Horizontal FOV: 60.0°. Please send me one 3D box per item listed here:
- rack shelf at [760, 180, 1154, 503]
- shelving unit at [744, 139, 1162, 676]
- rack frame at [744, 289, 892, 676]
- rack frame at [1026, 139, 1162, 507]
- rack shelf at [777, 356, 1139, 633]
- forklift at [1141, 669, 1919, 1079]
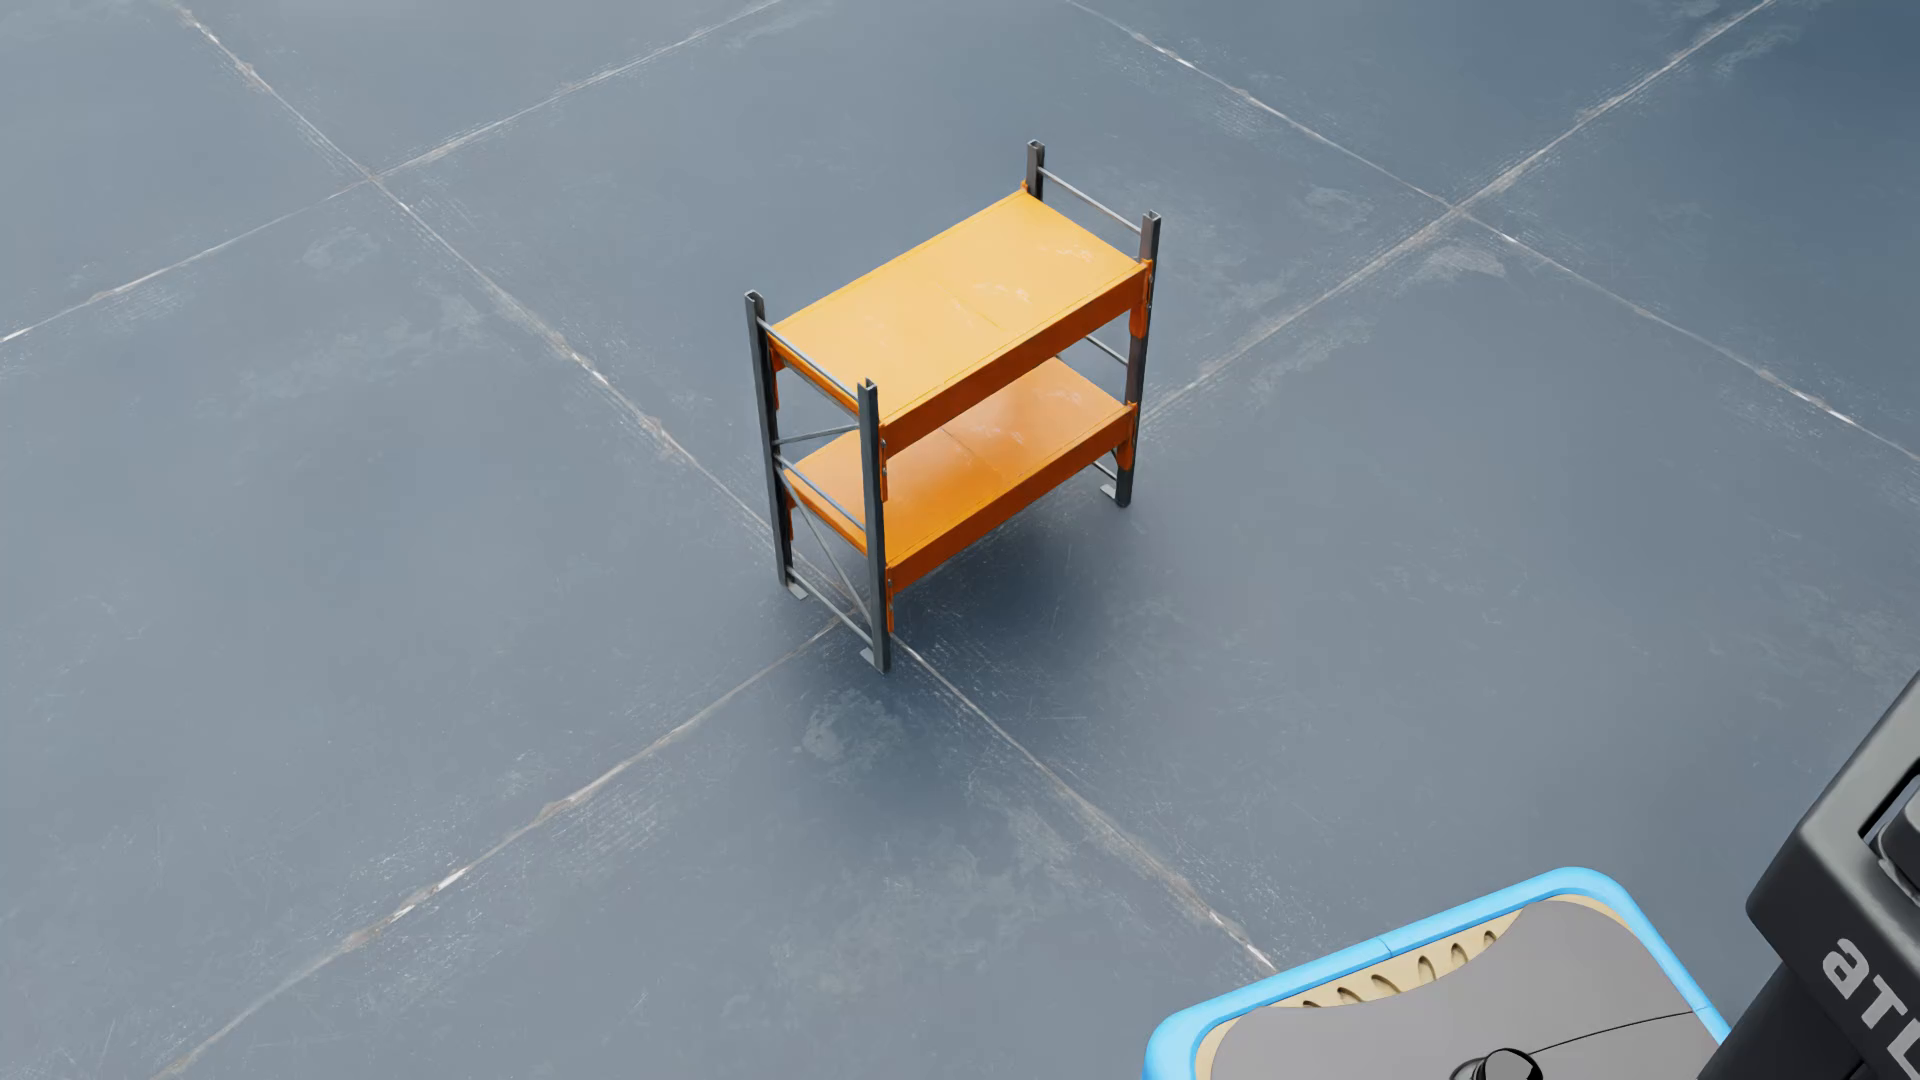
[{"bbox_3d":[-0.005,-0.577,4.618,1.000,0.278,0.538,-34,56,-27],"label":"rack shelf"},{"bbox_3d":[-0.005,-0.378,4.834,1.048,1.125,0.538,-34,56,-27],"label":"shelving unit"},{"bbox_3d":[-0.381,-0.127,4.602,0.032,1.125,0.500,-34,56,-27],"label":"rack frame"},{"bbox_3d":[0.371,-0.629,5.065,0.032,1.125,0.500,-34,56,-27],"label":"rack frame"},{"bbox_3d":[-0.005,-0.212,5.013,1.000,0.278,0.538,-34,56,-27],"label":"rack shelf"},{"bbox_3d":[1.328,1.489,1.881,1.130,2.935,3.031,-16,49,-14],"label":"forklift"}]
